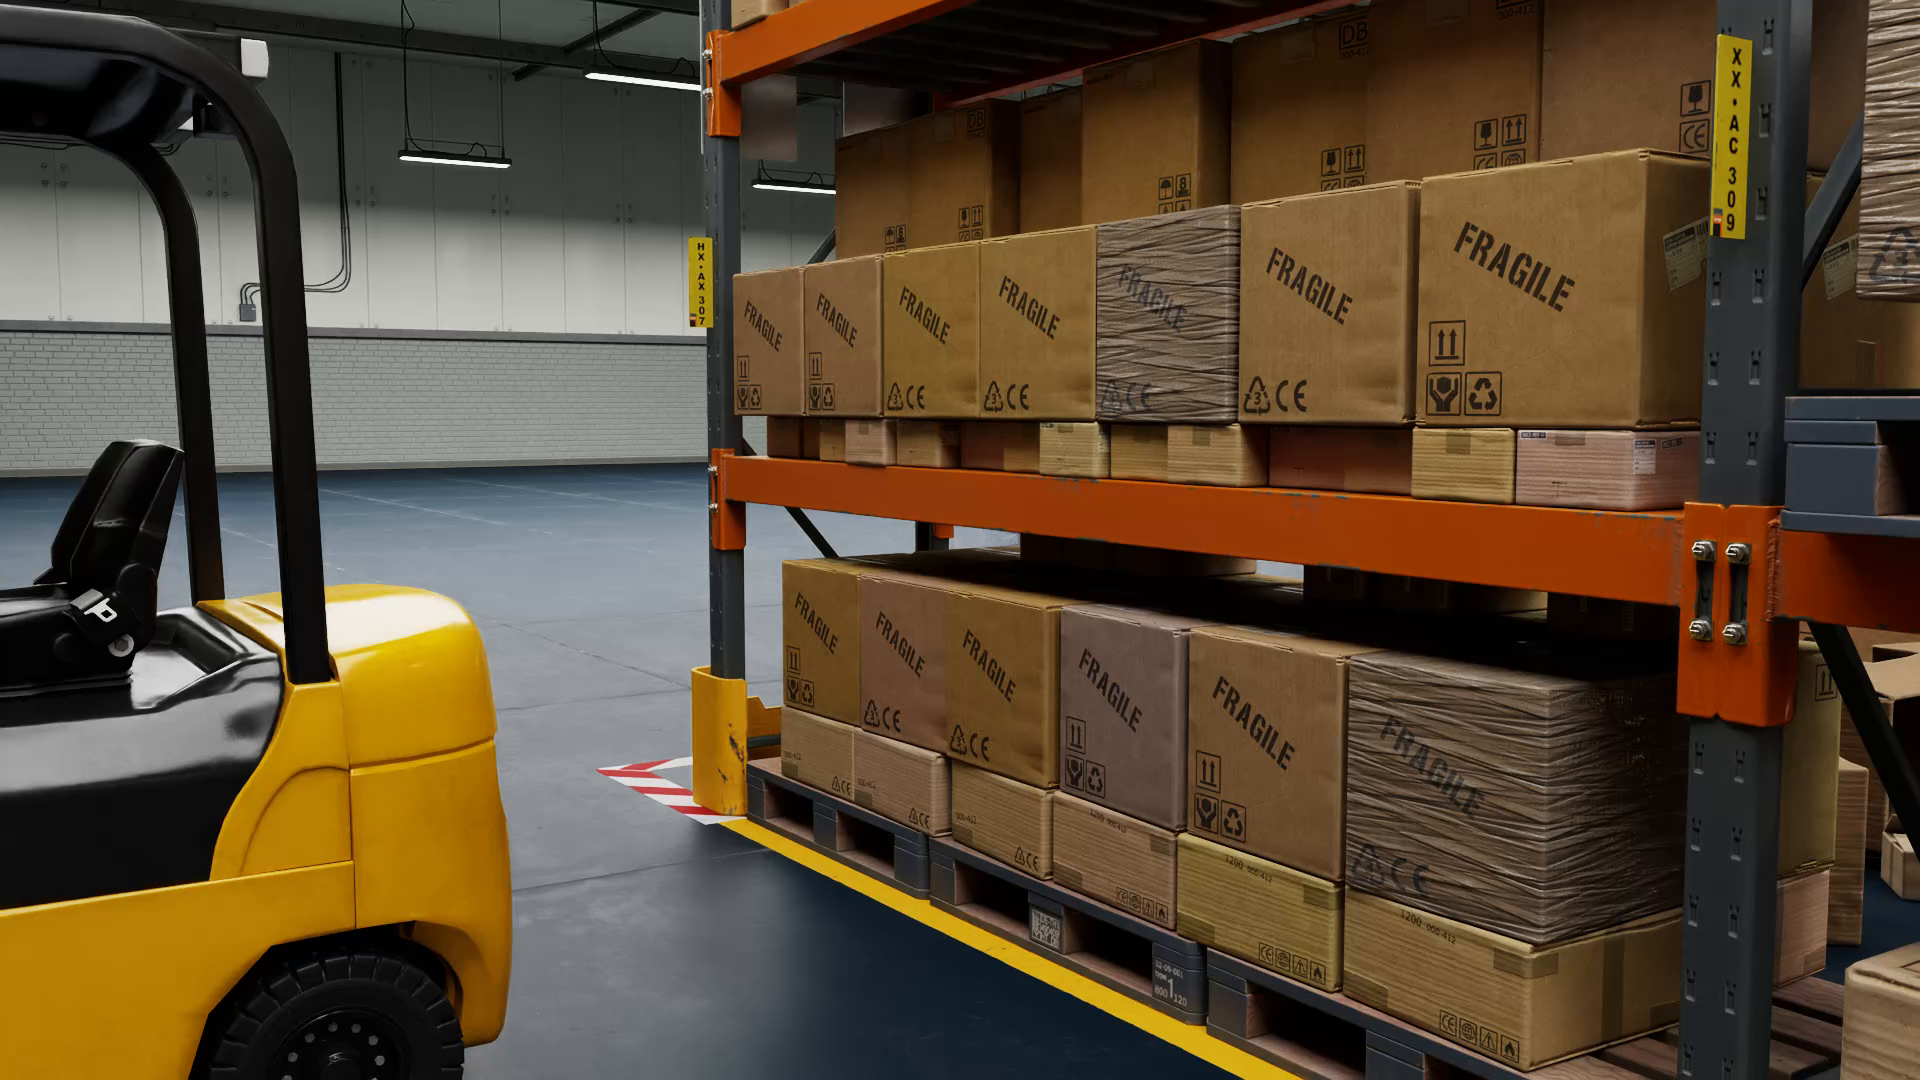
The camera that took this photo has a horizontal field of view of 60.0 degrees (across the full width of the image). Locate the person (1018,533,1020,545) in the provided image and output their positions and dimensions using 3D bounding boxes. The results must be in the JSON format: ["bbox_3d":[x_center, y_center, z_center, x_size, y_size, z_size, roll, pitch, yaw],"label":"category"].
[{"bbox_3d":[0.536,-0.066,8.952,0.506,1.657,0.351,-4,6,-41],"label":"person"}]
